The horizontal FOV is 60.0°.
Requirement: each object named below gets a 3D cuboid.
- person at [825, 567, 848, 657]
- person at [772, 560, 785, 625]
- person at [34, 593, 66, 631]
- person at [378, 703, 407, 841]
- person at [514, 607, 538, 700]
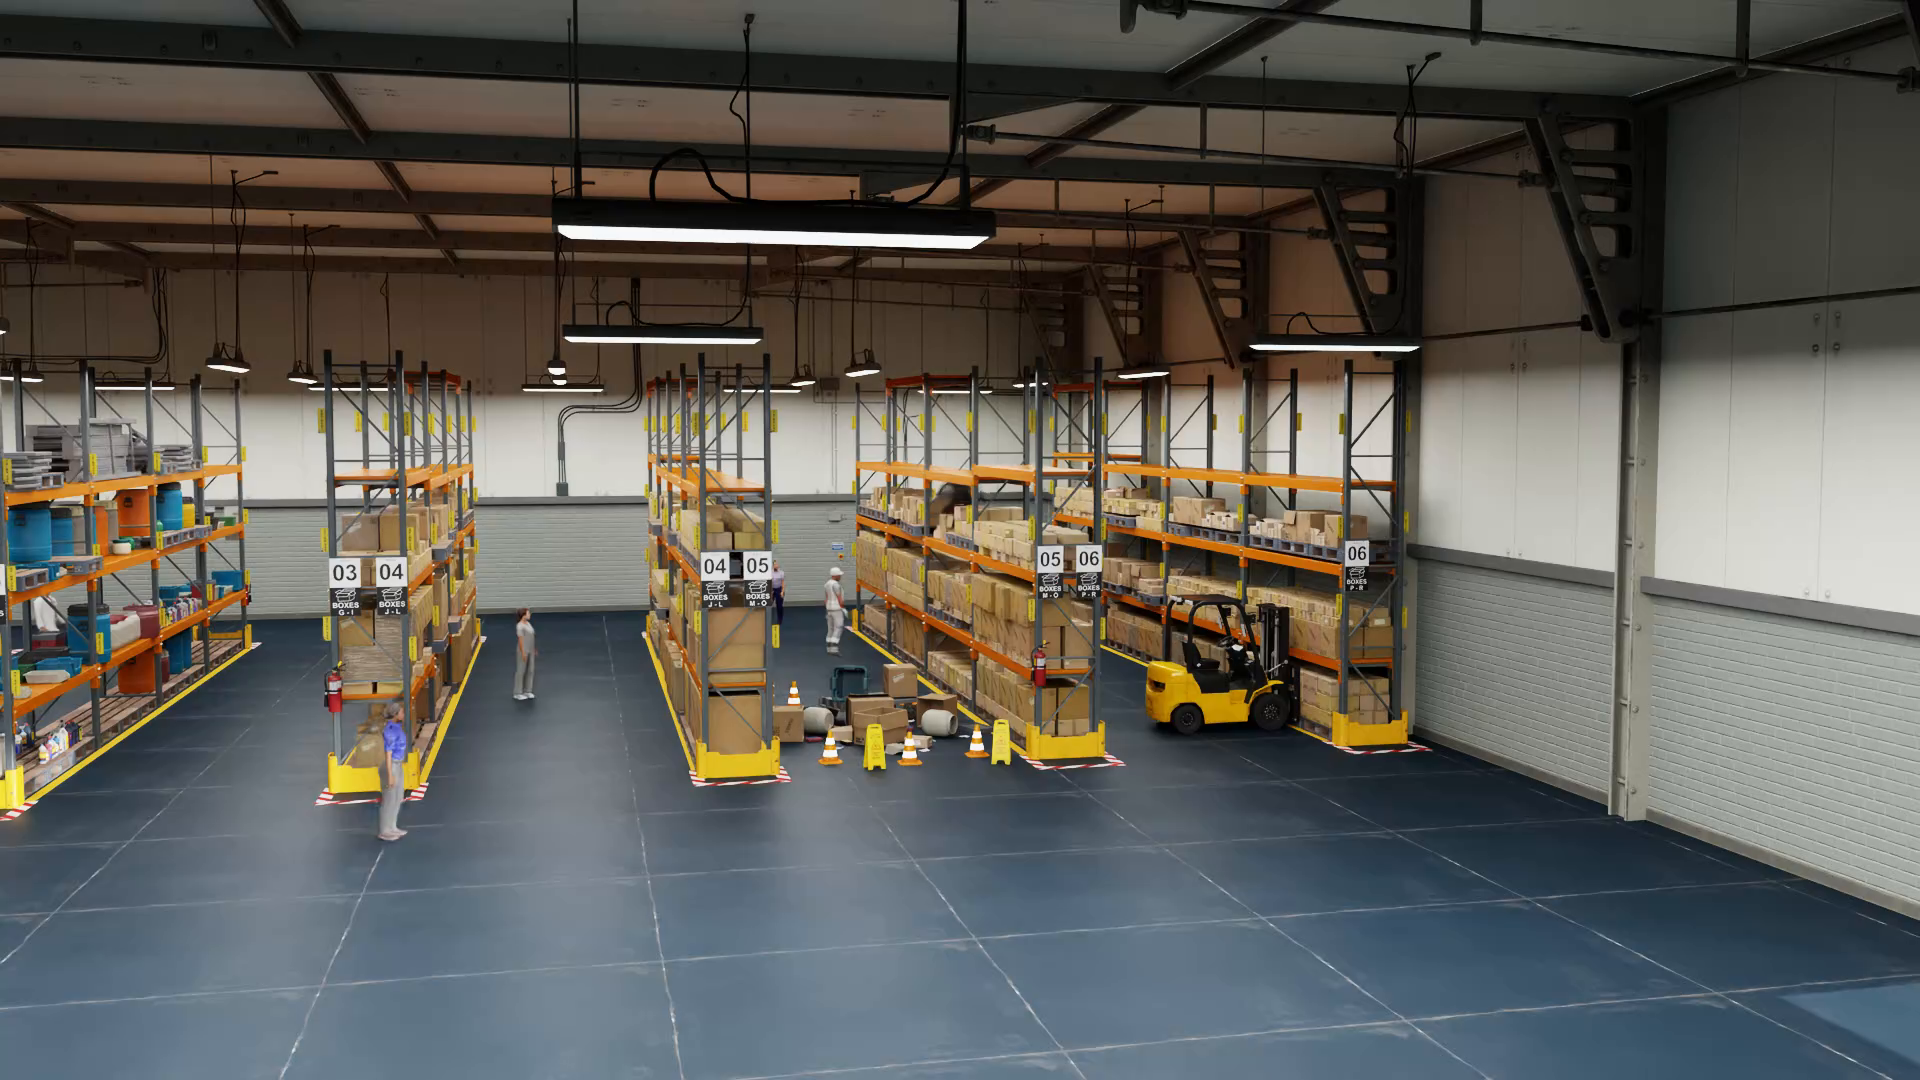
[{"bbox_3d":[-2.525,1.461,33.697,0.393,1.816,0.557,-2,5,-31],"label":"person"},{"bbox_3d":[-4.622,1.318,41.157,0.547,1.620,0.773,1,4,16],"label":"person"},{"bbox_3d":[-18.338,1.790,33.634,0.618,1.828,0.613,-2,4,-24],"label":"person"},{"bbox_3d":[-6.848,2.785,20.077,0.368,1.658,0.549,0,4,-4],"label":"person"},{"bbox_3d":[-7.924,2.056,30.302,0.360,1.678,0.491,2,4,23],"label":"person"}]
